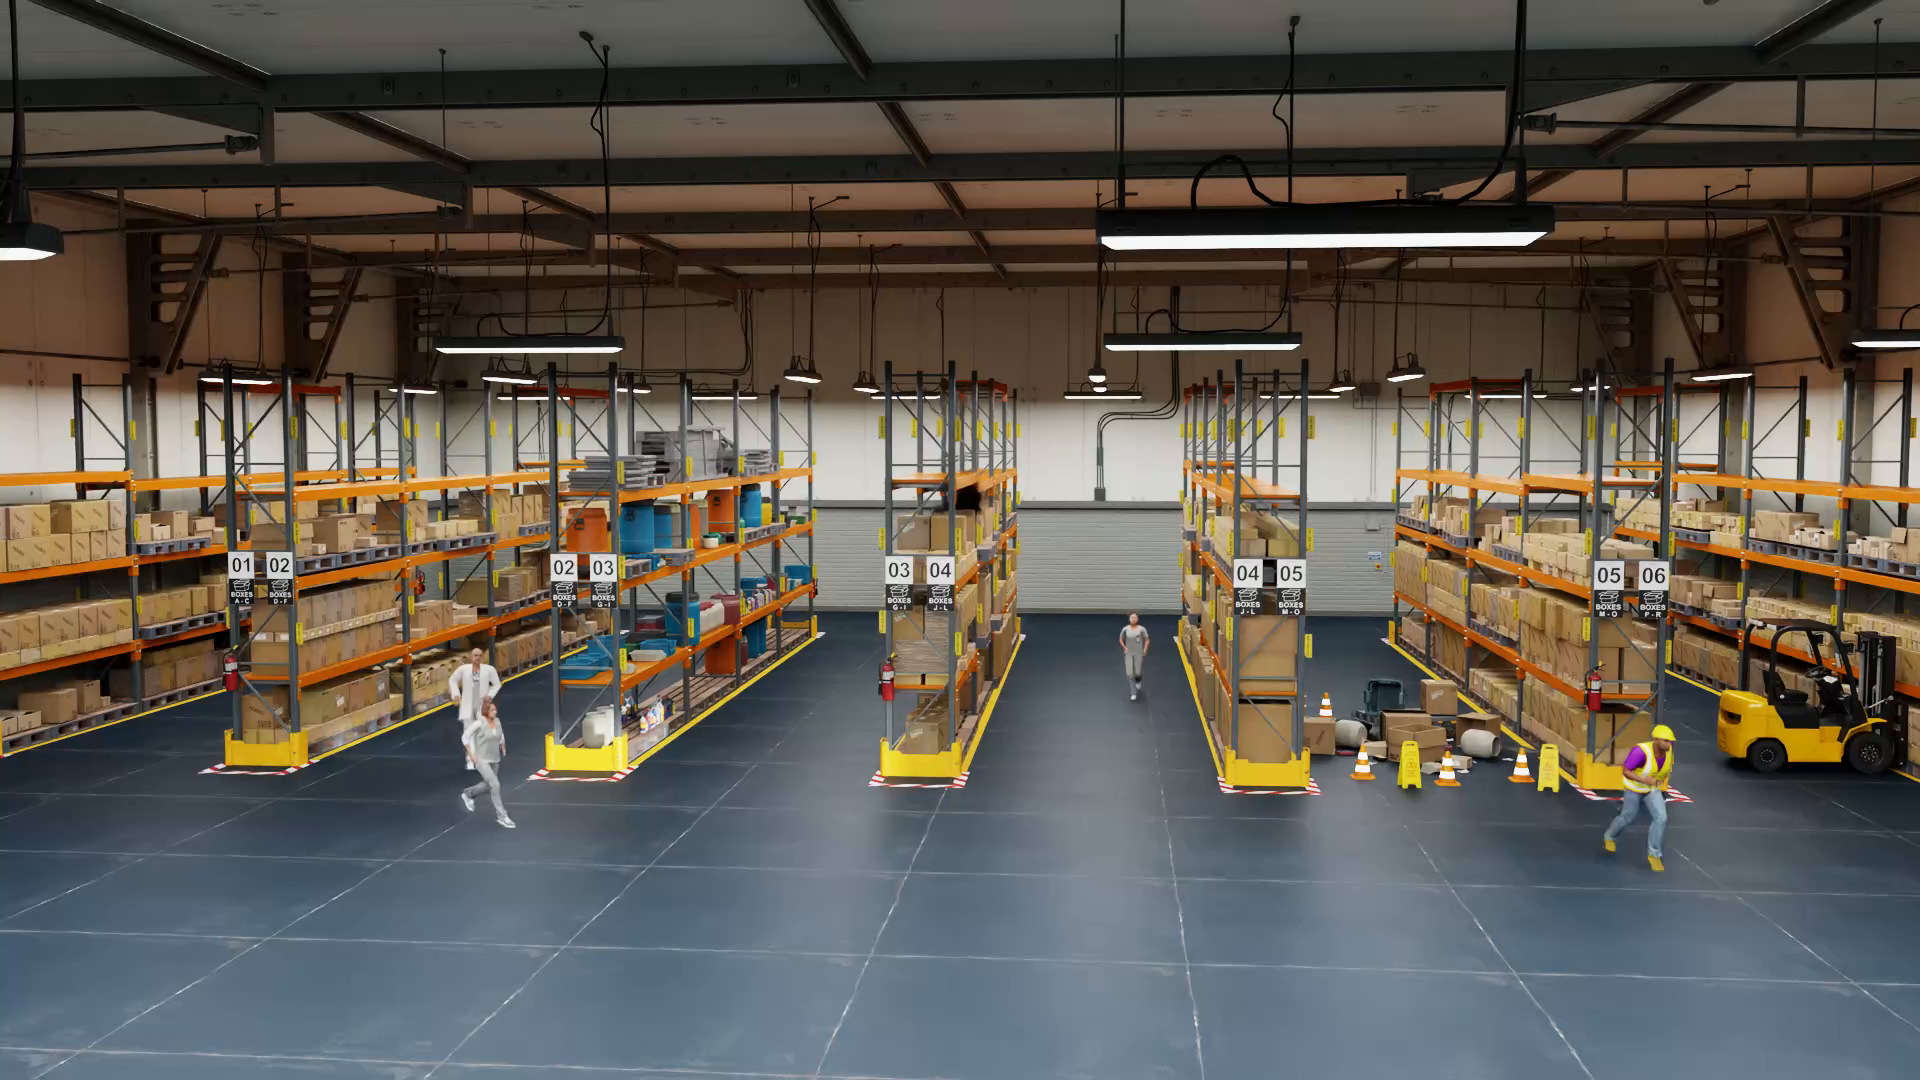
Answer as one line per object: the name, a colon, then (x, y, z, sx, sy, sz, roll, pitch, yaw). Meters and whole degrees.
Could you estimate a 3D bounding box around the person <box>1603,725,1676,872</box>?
person: (7.855, 2.931, 19.209, 0.747, 1.717, 1.044, -1, 4, -20)

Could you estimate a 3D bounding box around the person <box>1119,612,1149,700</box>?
person: (3.253, 2.146, 31.102, 0.566, 1.616, 0.572, 1, 4, 10)

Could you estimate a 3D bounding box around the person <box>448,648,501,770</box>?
person: (-7.277, 2.518, 24.974, 0.754, 1.777, 0.852, -1, 4, -19)

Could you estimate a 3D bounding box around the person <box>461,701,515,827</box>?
person: (-6.035, 2.826, 21.134, 0.889, 1.588, 0.559, 2, 4, 32)
